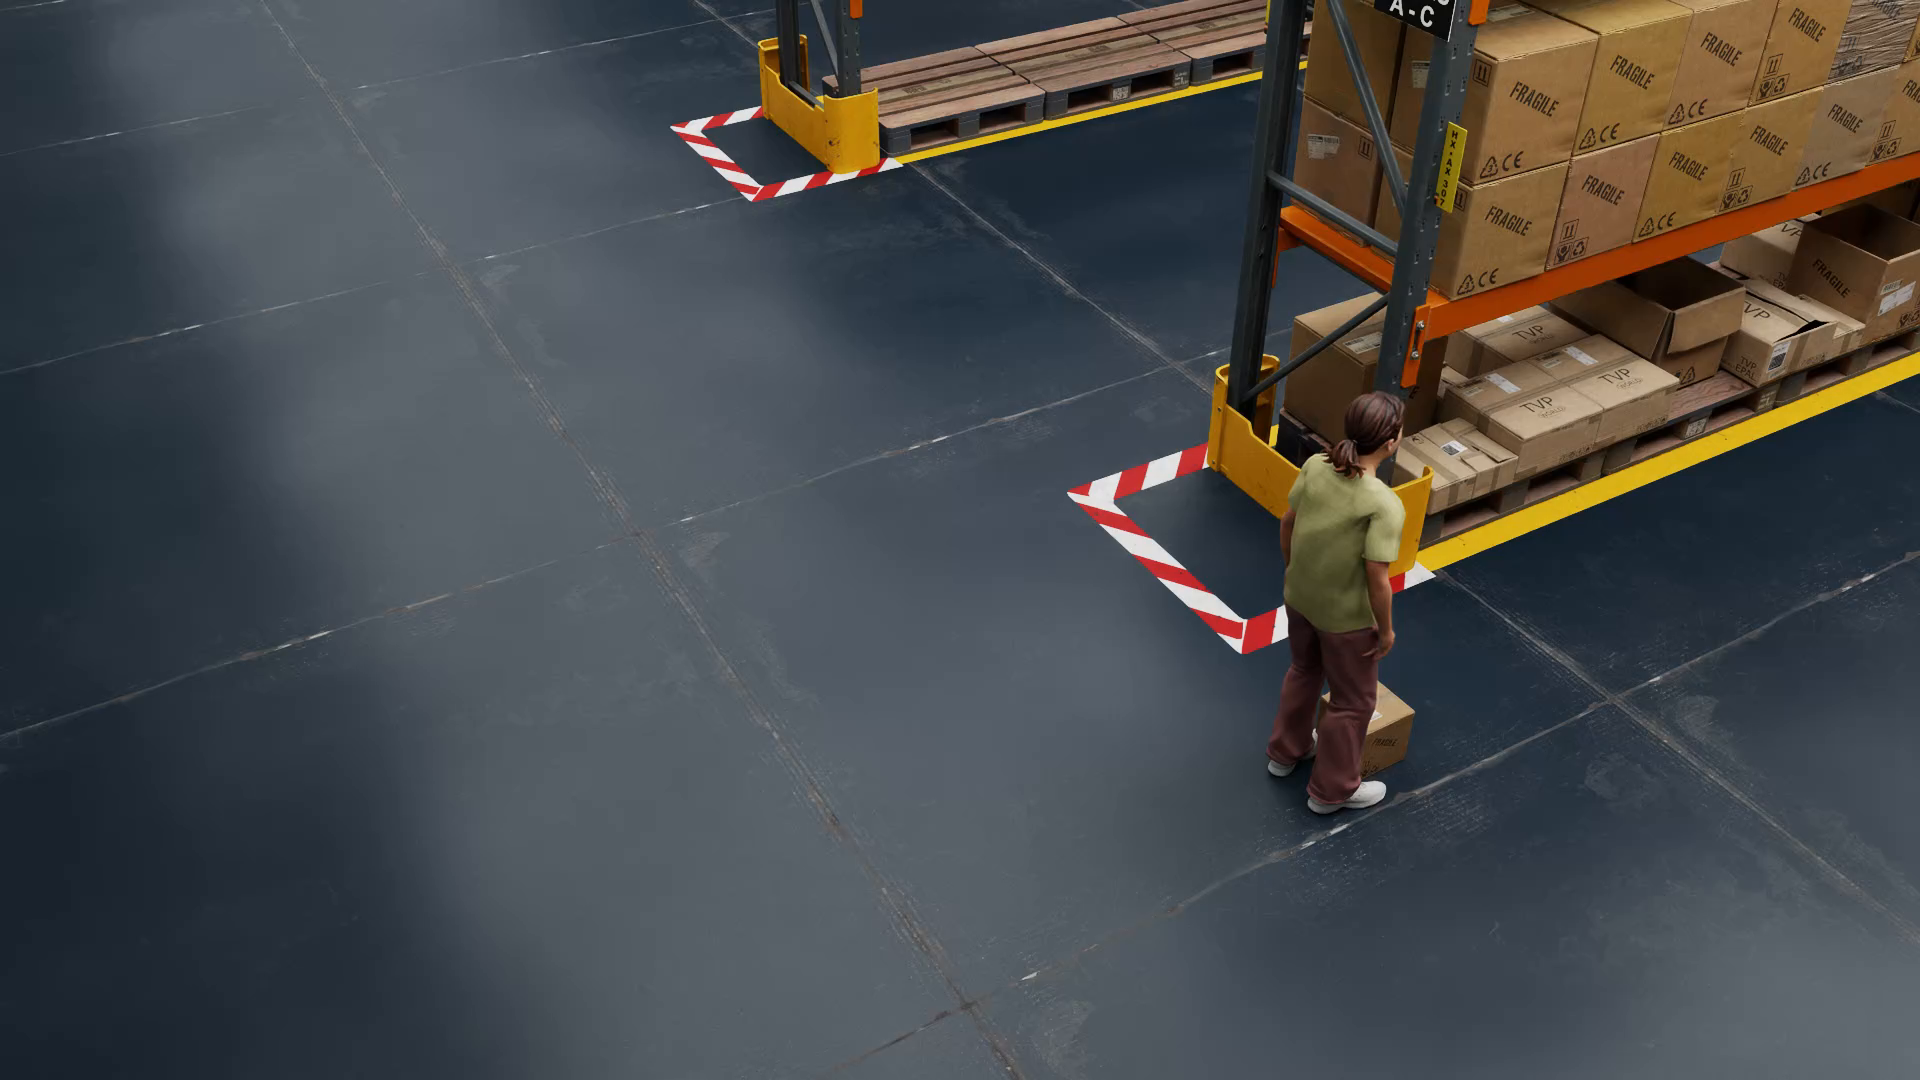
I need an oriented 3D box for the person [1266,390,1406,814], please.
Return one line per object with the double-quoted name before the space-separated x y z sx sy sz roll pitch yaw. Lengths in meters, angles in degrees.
"person" 1.334 0.226 5.850 0.359 1.672 0.521 -22 42 -26
